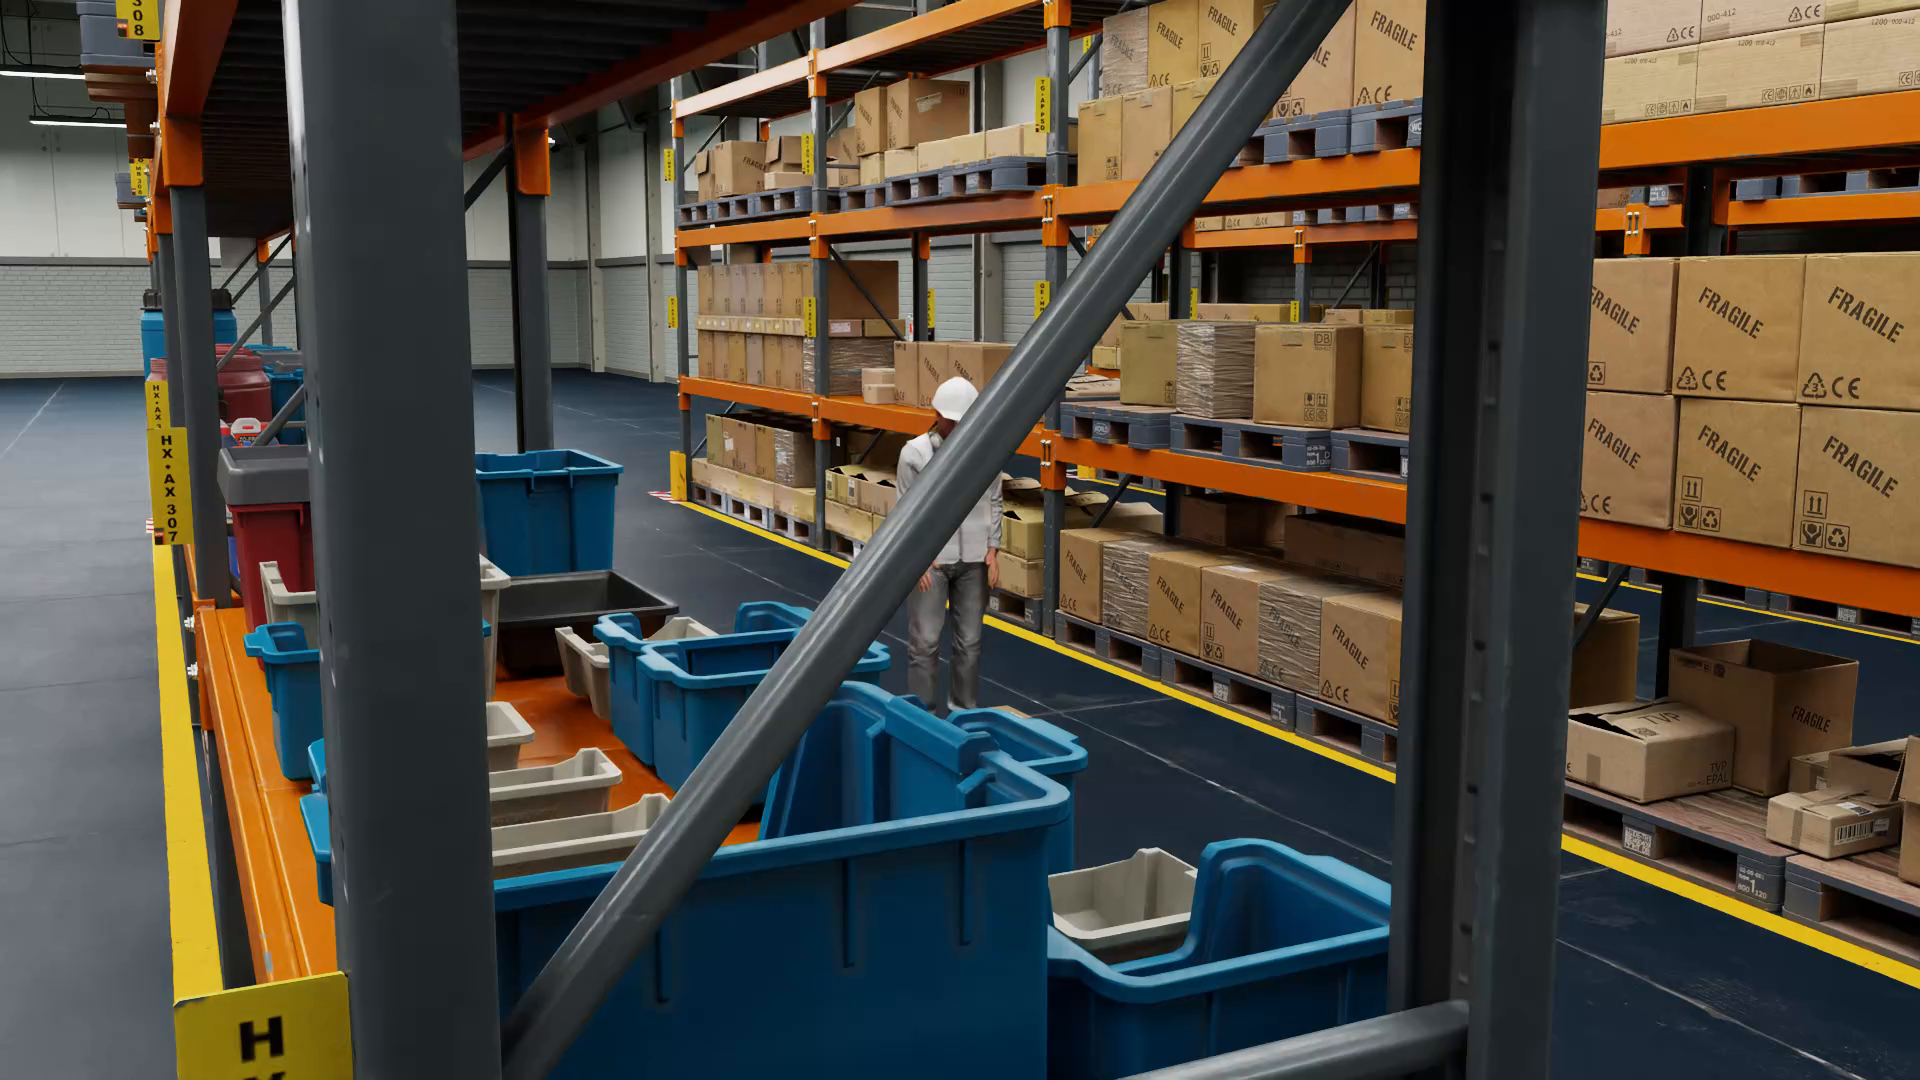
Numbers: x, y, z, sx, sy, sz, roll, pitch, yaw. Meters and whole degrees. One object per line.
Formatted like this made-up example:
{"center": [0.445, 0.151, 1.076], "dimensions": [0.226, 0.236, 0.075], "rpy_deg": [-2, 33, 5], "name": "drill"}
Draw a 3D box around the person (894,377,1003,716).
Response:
{"center": [-0.048, 0.119, 7.904], "dimensions": [0.582, 1.783, 0.540], "rpy_deg": [-3, 9, -21], "name": "person"}
